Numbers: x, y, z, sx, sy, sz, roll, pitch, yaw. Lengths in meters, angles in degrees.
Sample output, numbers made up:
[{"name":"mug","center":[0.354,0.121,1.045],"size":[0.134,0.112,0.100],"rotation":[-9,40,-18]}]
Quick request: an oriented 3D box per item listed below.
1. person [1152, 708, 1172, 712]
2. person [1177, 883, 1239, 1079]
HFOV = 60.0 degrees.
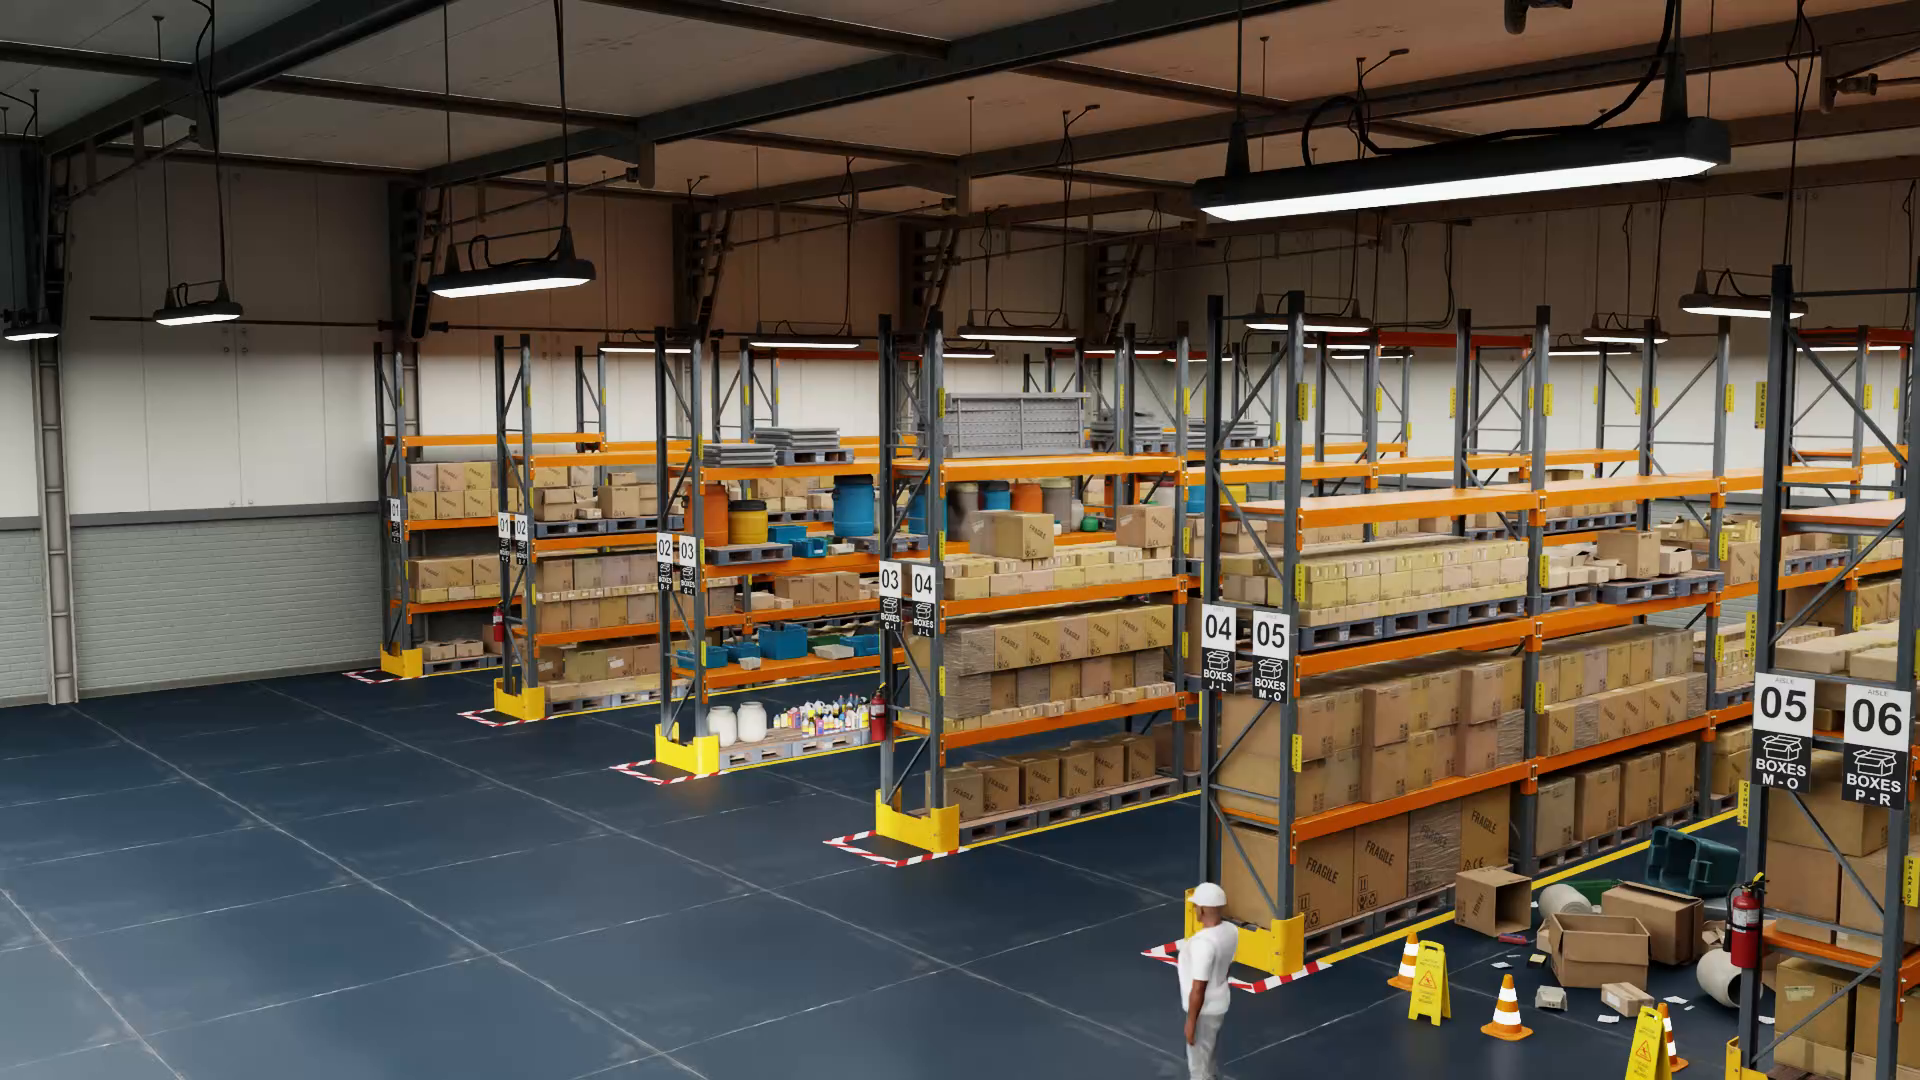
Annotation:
[{"name":"person","center":[3.197,1.915,26.612],"size":[0.558,1.680,0.404],"rotation":[-3,6,-26]},{"name":"person","center":[1.667,3.233,11.515],"size":[0.483,1.764,0.629],"rotation":[1,5,16]}]
